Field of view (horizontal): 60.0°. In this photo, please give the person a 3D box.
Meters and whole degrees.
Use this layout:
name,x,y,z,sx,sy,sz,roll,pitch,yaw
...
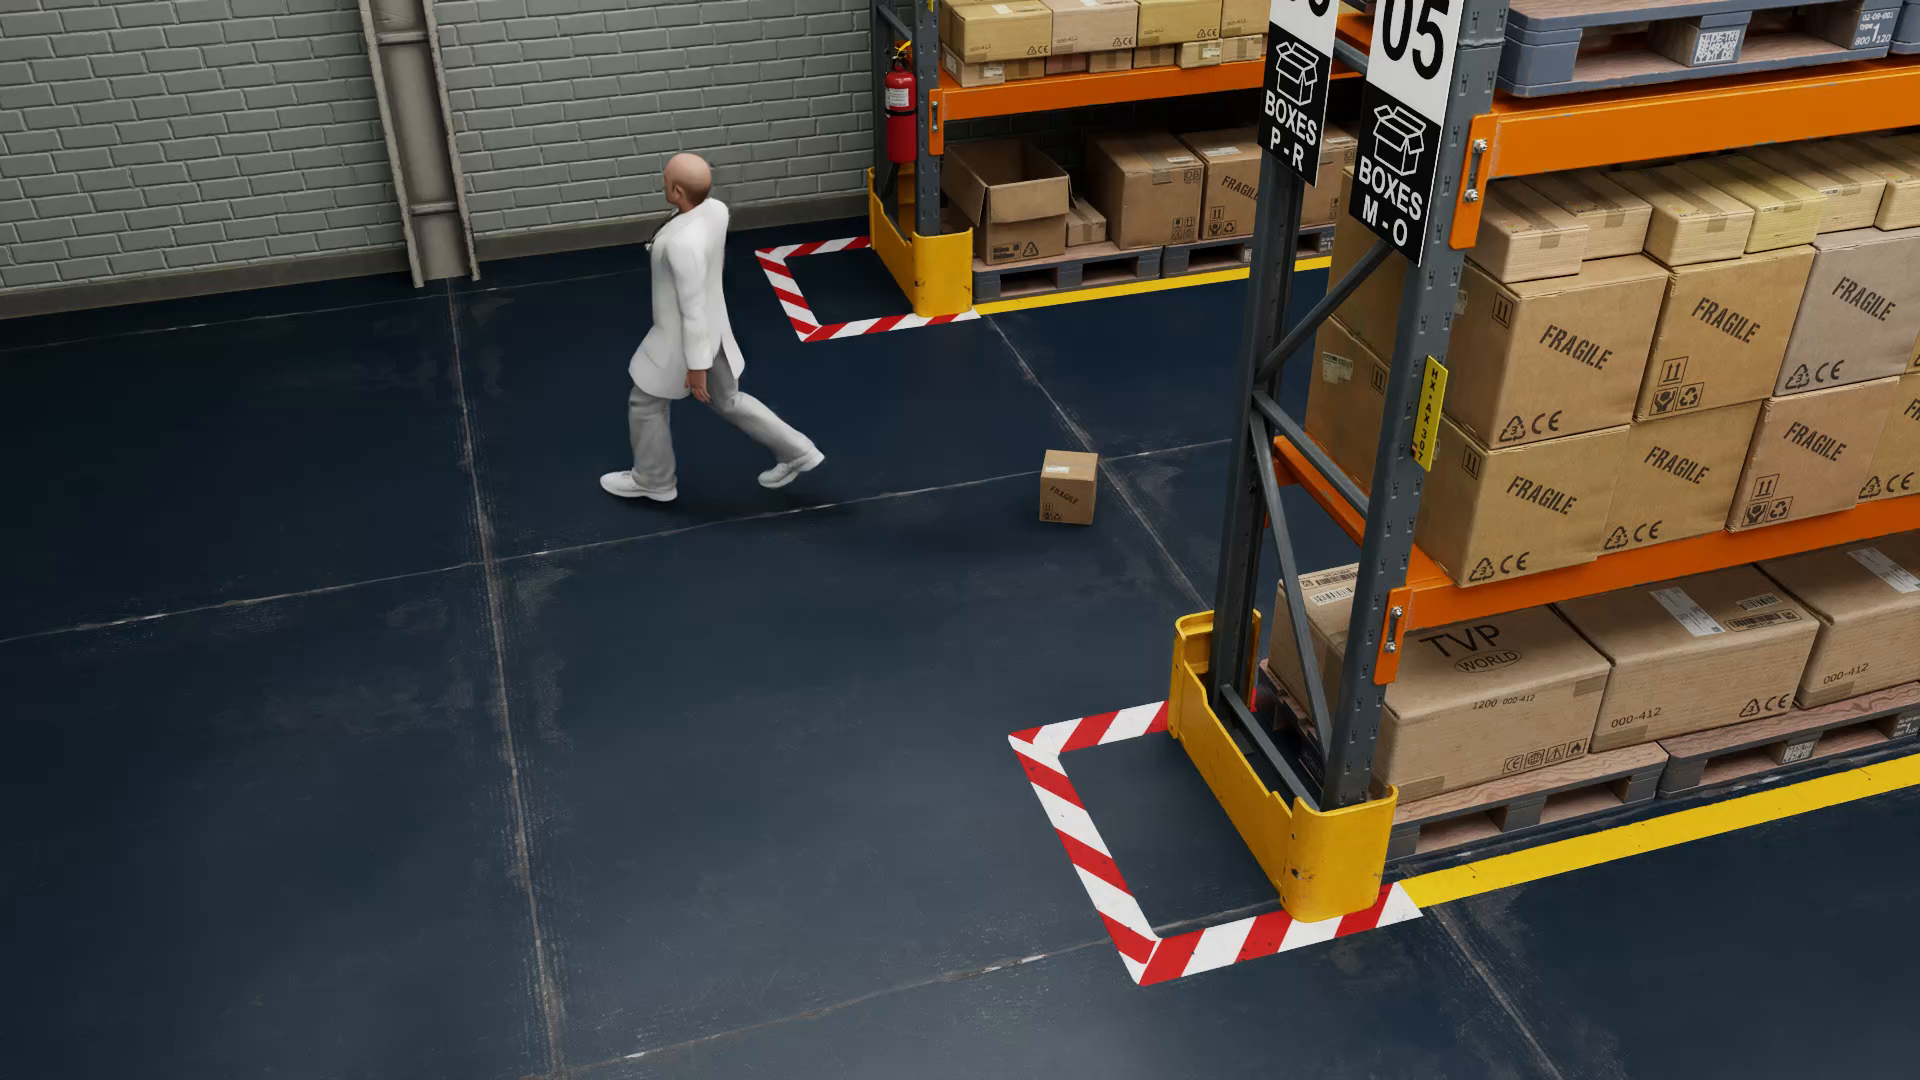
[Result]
name,x,y,z,sx,sy,sz,roll,pitch,yaw
person,-1.184,-0.937,7.572,1.072,1.730,0.613,9,34,13
